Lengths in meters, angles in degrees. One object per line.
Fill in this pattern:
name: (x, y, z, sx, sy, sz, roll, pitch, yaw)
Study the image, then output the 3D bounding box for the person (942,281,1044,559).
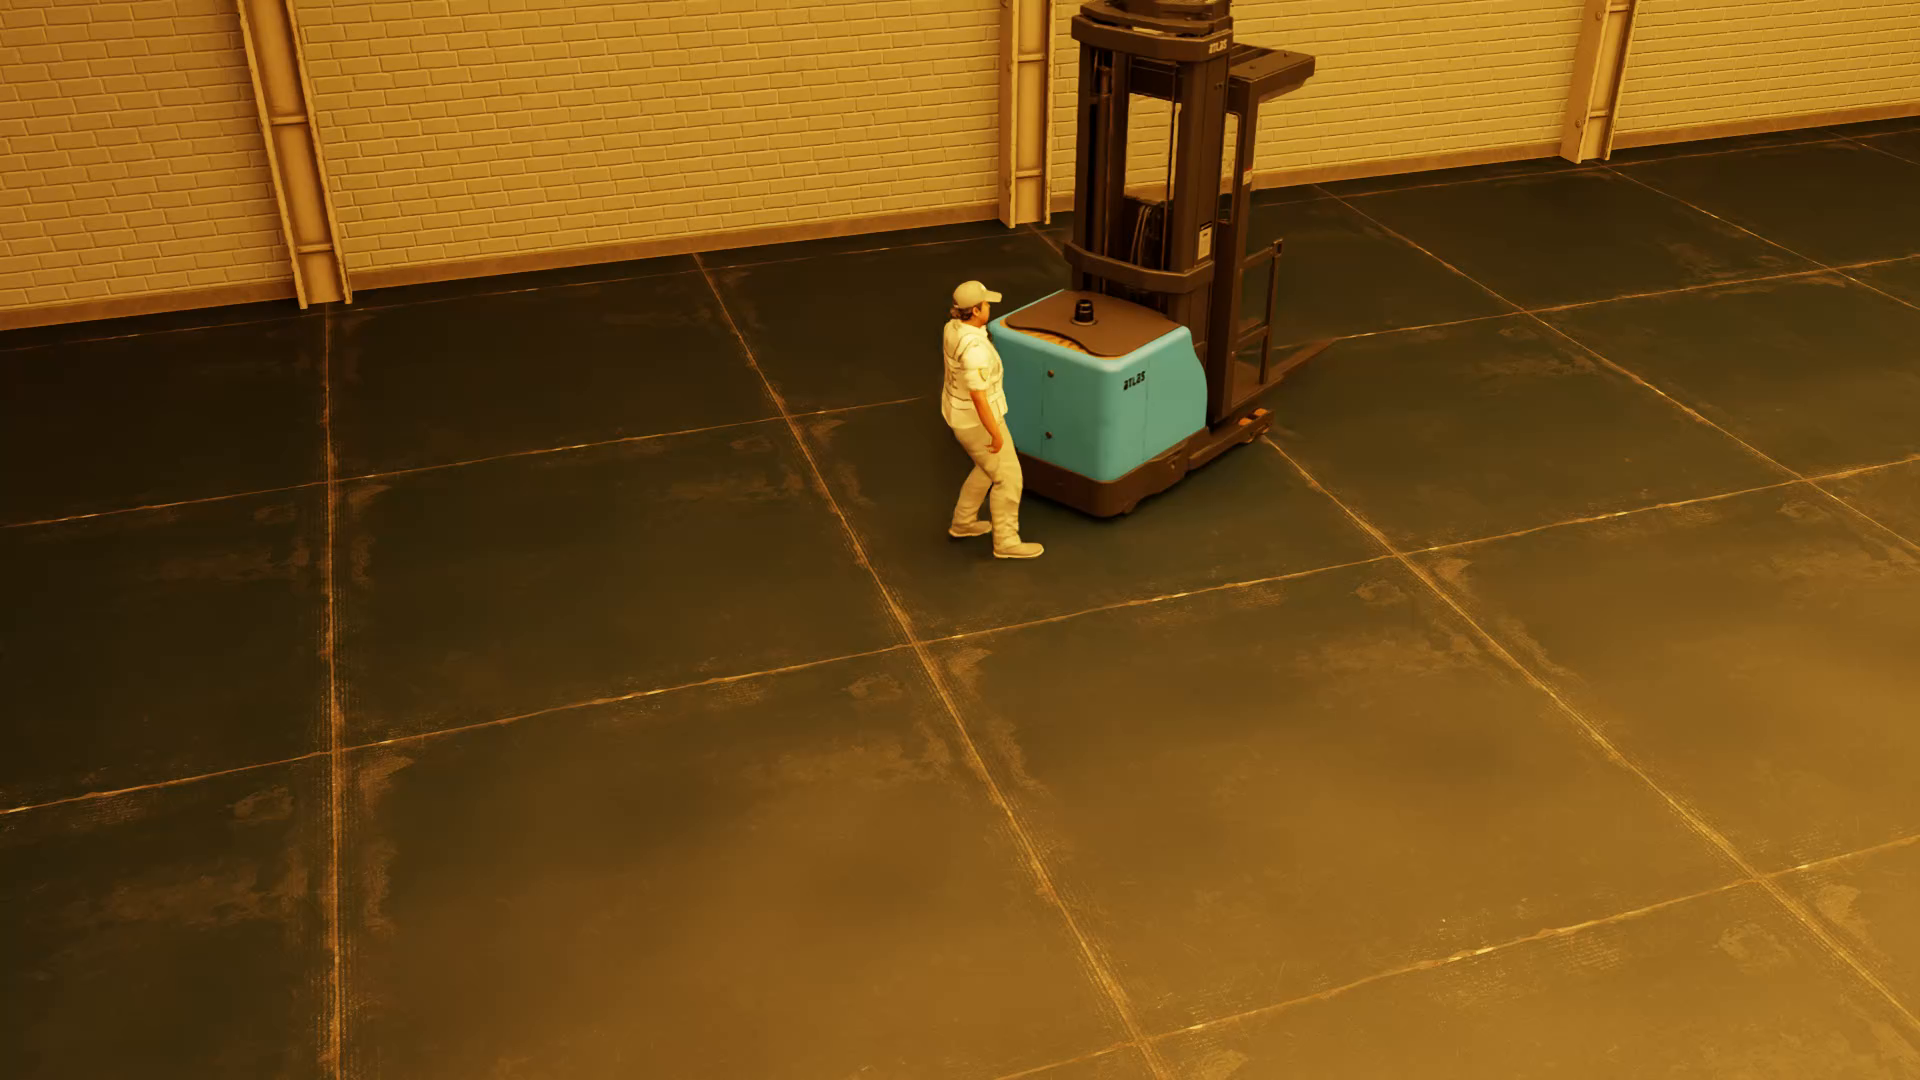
person: (0.180, -0.719, 9.656, 0.540, 1.654, 0.614, -6, 31, -11)

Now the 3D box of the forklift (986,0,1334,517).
forklift: (1.482, -2.067, 10.679, 1.130, 2.935, 3.031, 23, 37, 34)
